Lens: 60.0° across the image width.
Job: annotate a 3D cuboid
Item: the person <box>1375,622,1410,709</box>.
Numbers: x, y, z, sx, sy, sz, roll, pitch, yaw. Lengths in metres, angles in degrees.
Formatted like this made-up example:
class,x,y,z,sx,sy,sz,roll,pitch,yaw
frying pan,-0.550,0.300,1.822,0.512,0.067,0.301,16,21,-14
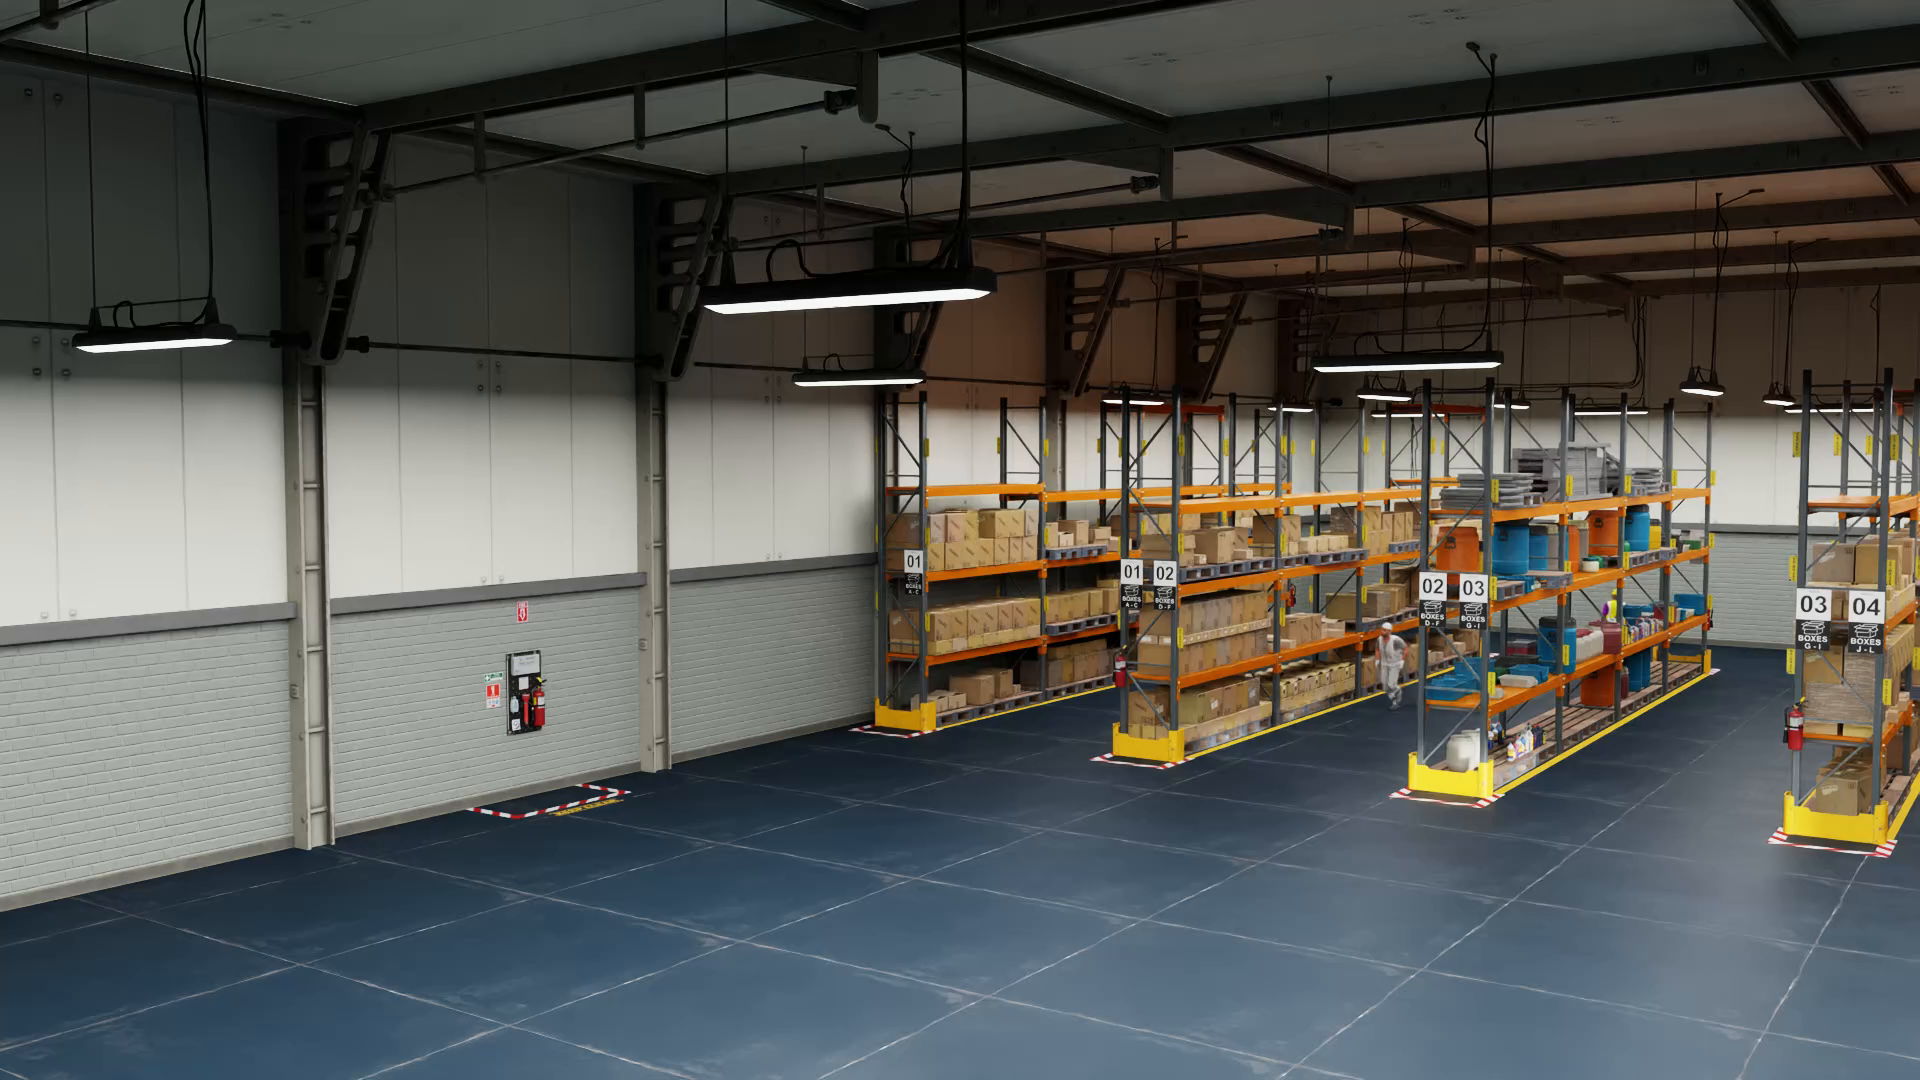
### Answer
class,x,y,z,sx,sy,sz,roll,pitch,yaw
person,8.243,2.402,31.750,0.697,1.688,0.625,3,4,42

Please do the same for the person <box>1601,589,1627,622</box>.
class,x,y,z,sx,sy,sz,roll,pitch,yaw
person,15.011,2.002,38.213,0.716,1.768,0.457,0,3,6
